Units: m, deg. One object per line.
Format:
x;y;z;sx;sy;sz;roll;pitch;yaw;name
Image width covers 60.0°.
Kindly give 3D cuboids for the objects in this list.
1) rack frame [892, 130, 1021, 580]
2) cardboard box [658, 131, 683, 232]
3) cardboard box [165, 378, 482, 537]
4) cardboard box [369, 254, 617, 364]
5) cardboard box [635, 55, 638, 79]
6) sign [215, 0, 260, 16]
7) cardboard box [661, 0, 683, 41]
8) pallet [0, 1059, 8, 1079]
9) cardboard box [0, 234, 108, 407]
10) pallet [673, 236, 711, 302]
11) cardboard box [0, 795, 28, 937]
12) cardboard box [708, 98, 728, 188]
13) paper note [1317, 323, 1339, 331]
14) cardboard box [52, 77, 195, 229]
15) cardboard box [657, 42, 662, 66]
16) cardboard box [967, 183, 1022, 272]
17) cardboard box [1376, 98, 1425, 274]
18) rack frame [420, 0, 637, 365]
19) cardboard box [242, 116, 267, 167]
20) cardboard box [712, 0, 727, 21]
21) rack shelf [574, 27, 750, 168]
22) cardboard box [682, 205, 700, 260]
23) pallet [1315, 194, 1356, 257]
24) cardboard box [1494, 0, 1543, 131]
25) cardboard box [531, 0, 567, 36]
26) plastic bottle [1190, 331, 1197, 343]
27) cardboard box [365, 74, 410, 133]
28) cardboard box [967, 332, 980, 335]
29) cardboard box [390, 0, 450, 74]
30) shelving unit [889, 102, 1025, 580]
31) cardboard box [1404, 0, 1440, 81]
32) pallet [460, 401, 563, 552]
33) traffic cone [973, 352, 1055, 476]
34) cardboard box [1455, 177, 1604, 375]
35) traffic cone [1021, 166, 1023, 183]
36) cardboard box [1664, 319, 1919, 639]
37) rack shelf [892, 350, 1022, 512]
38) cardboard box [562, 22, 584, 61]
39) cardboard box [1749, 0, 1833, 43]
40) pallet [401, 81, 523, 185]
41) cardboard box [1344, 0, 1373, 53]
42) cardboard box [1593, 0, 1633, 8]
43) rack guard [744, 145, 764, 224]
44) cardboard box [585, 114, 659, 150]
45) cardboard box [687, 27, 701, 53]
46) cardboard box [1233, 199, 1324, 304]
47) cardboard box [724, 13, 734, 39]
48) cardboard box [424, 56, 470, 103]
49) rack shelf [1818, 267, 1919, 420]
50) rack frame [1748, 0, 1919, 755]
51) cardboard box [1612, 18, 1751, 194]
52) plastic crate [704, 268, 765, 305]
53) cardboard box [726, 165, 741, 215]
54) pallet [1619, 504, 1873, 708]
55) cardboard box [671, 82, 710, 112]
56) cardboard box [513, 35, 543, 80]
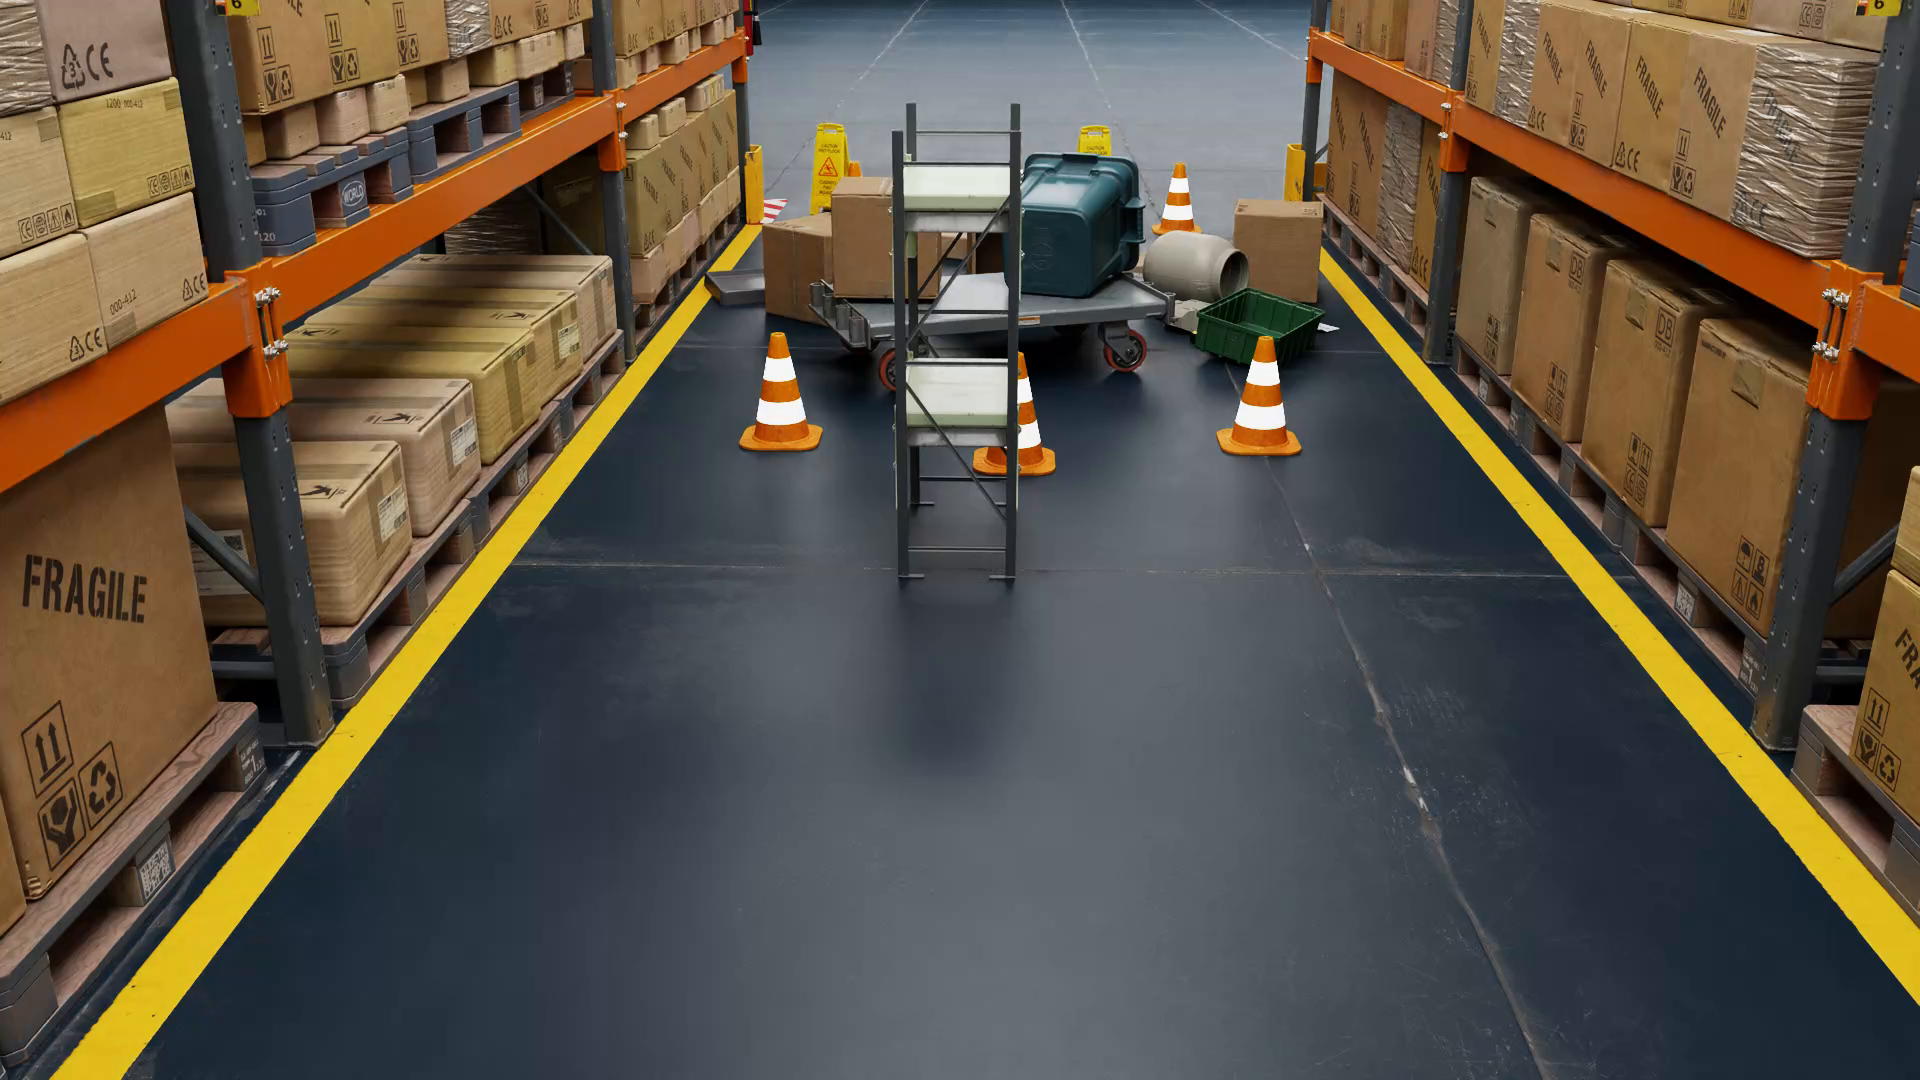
-0.011;-0.569;5.423;0.400;1.500;0.023;1;21;2;rack frame
-1.837;-1.965;9.130;0.500;0.500;0.500;1;21;4;cardboard box
-2.209;-0.293;5.689;0.950;0.372;0.625;0;21;1;cardboard box
-2.143;-1.078;7.713;0.950;0.372;0.625;1;21;2;cardboard box
-1.843;-2.382;8.369;0.380;0.149;0.250;1;21;3;cardboard box
-1.696;-1.386;3.853;0.100;0.325;0.005;1;21;2;sign
-1.817;-3.002;9.069;0.500;0.500;0.500;0;21;1;cardboard box
-2.390;1.173;2.713;1.003;0.211;1.213;1;21;2;pallet
-2.007;-0.410;3.147;0.500;0.250;0.500;1;21;3;cardboard box
-2.110;-1.683;10.074;1.003;0.211;1.213;1;21;2;pallet
-2.386;0.515;2.911;0.875;0.875;0.875;1;21;2;cardboard box
-1.784;-2.526;10.575;0.500;0.500;0.500;1;21;4;cardboard box
1.937;-1.148;8.946;0.147;0.020;0.142;-16;26;-35;paper note
-2.012;-0.836;3.553;0.500;0.250;0.500;1;21;1;cardboard box
-1.846;-2.664;9.097;0.380;0.149;0.250;1;21;1;cardboard box
0.470;-1.917;10.273;0.797;0.503;0.637;-16;26;-35;cardboard box
2.934;-2.037;9.489;0.875;0.875;0.875;1;21;2;cardboard box
-2.129;-2.297;7.803;1.000;3.000;0.127;1;21;2;rack frame
-2.055;-1.045;4.342;0.380;0.149;0.250;-1;21;-1;cardboard box
-1.768;-3.548;10.478;0.500;0.500;0.500;1;21;2;cardboard box
-2.068;-2.685;9.796;1.077;0.370;4.000;1;21;2;rack shelf
-1.823;-1.806;9.758;0.500;0.250;0.500;0;21;1;cardboard box
2.997;-2.135;11.241;1.003;0.211;1.213;1;21;2;pallet
2.522;-1.956;6.785;0.500;0.500;0.500;1;21;2;cardboard box
-1.928;-2.329;6.756;0.500;0.500;0.500;1;21;2;cardboard box
1.322;-1.026;8.588;0.133;0.061;0.283;-11;24;-26;plastic bottle
-1.929;-1.345;5.114;0.380;0.149;0.250;1;21;2;cardboard box
0.041;-1.293;8.995;0.258;0.266;0.396;-16;26;-35;cardboard box
-1.988;-1.773;5.321;0.500;0.500;0.500;1;21;3;cardboard box
0.000;-0.702;5.764;0.431;1.500;0.755;1;21;2;shelving unit
2.815;-2.682;8.587;0.875;0.550;0.550;1;21;2;cardboard box
-2.186;-0.273;6.442;1.003;0.211;1.213;1;21;2;pallet
0.223;-0.535;6.768;0.336;0.463;0.334;1;21;2;traffic cone
2.893;-1.201;7.506;1.050;0.750;0.750;1;21;1;cardboard box
0.389;-2.502;11.837;0.336;0.463;0.334;1;21;2;traffic cone
2.808;-0.199;4.925;1.050;0.750;0.750;0;21;1;cardboard box
0.000;-0.398;5.882;0.431;0.370;0.720;1;21;2;rack shelf
-1.869;-2.187;7.285;0.380;0.149;0.250;1;21;2;cardboard box
2.738;-1.691;4.719;0.700;0.500;0.500;0;21;1;cardboard box
-2.232;-1.478;5.956;1.003;0.211;1.213;1;21;2;pallet
2.840;-3.261;10.078;0.875;0.550;0.550;1;21;2;cardboard box
2.783;-2.244;6.144;0.700;0.500;0.500;1;21;2;cardboard box
-2.010;-2.551;11.911;1.175;0.500;0.348;1;21;2;rack guard
-1.778;-2.118;8.628;0.380;0.149;0.250;1;21;2;cardboard box
-1.774;-3.026;10.027;0.380;0.149;0.250;0;21;1;cardboard box
1.843;-1.688;9.684;0.500;0.500;0.500;4;22;11;cardboard box
-1.702;-3.396;10.982;0.380;0.149;0.250;0;21;1;cardboard box
-1.957;-1.629;5.847;0.380;0.149;0.250;1;21;3;cardboard box
2.639;0.226;2.295;1.077;0.370;4.000;1;21;2;rack shelf
2.700;-0.833;4.029;1.000;3.000;0.127;1;21;2;rack frame
2.477;-1.406;5.369;0.500;0.500;0.500;0;21;1;cardboard box
-1.262;-1.495;9.770;0.402;0.080;0.583;-7;22;-17;plastic crate
-1.764;-2.353;11.168;0.500;0.250;0.500;1;21;1;cardboard box
2.799;0.183;5.266;1.003;0.211;1.213;1;21;2;pallet
-1.736;-2.697;10.121;0.380;0.149;0.250;2;21;4;cardboard box
-1.871;-1.906;6.561;0.380;0.149;0.250;1;21;2;cardboard box
